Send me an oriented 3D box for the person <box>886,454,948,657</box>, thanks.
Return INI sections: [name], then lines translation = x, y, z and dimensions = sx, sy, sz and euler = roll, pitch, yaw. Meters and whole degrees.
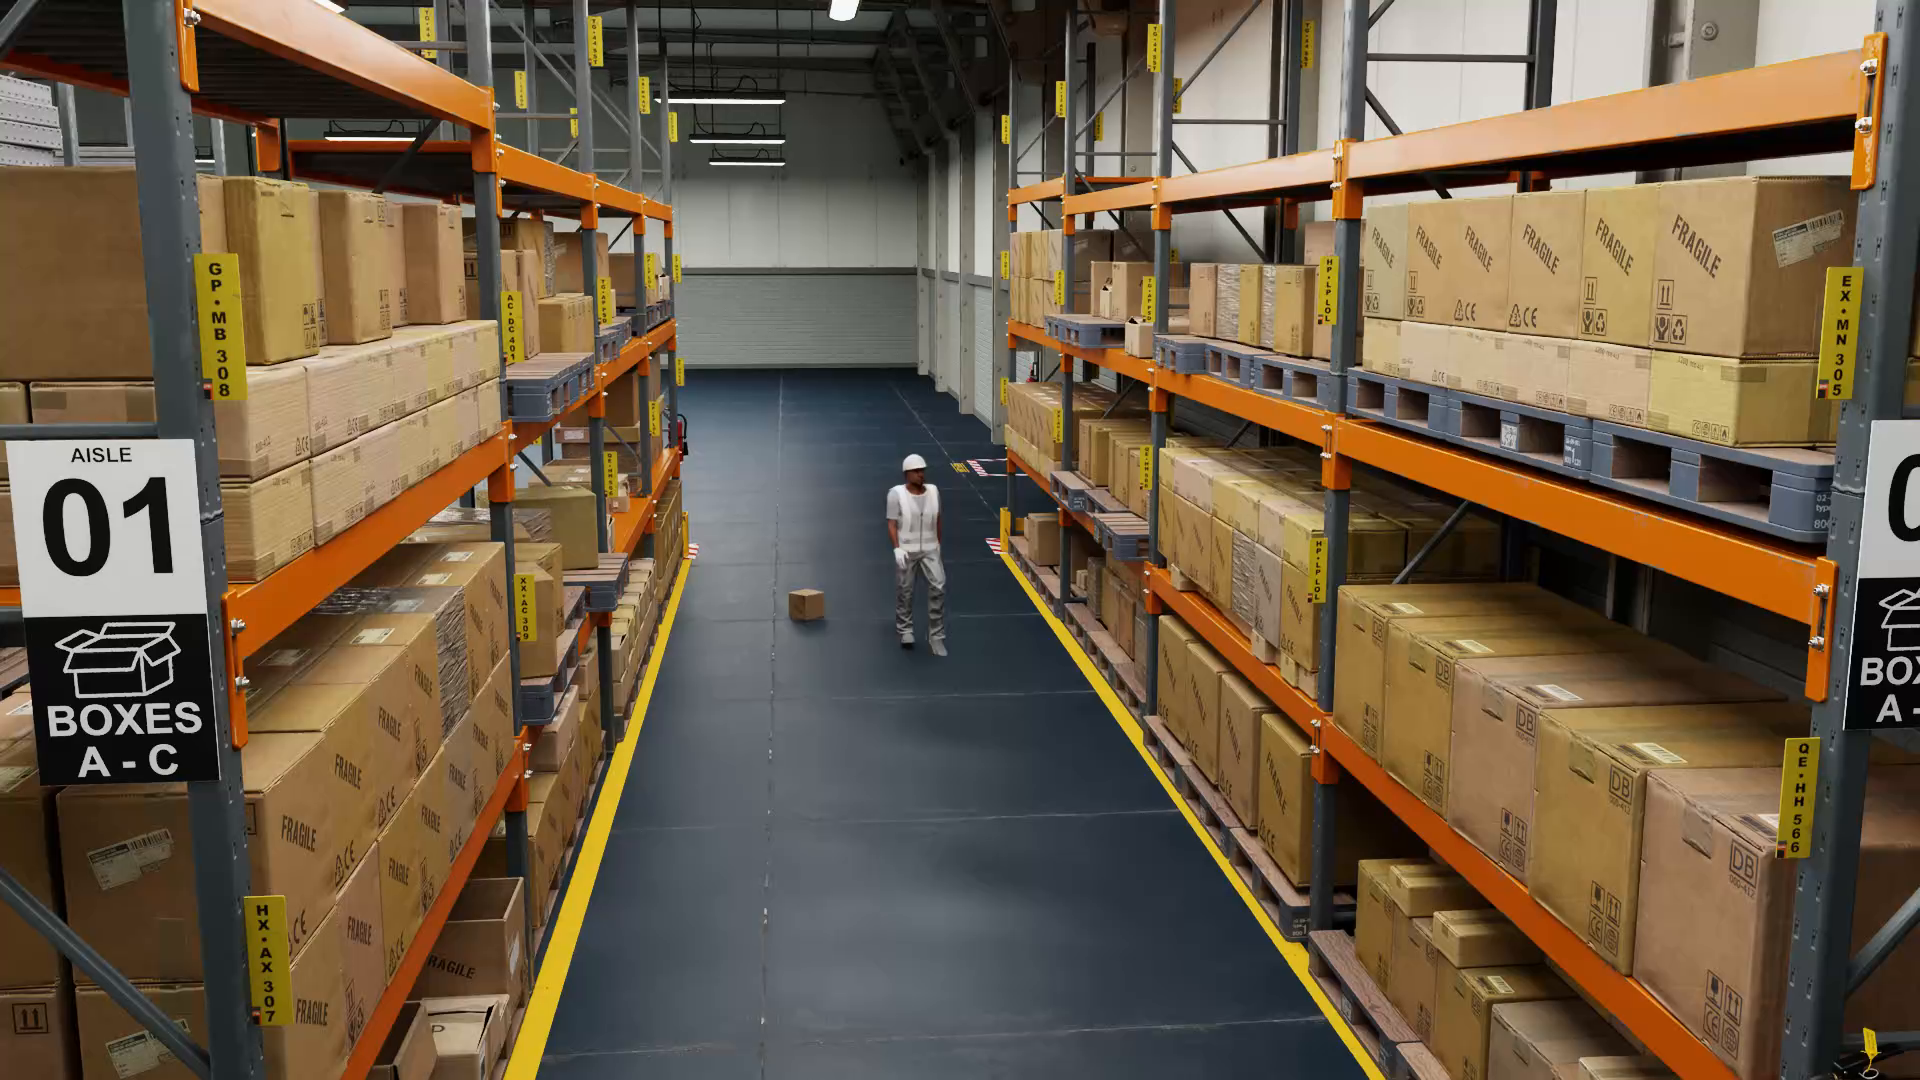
[person]
translation = -0.384, 0.140, 15.087
dimensions = 0.565, 1.835, 0.667
euler = -4, 10, -20
